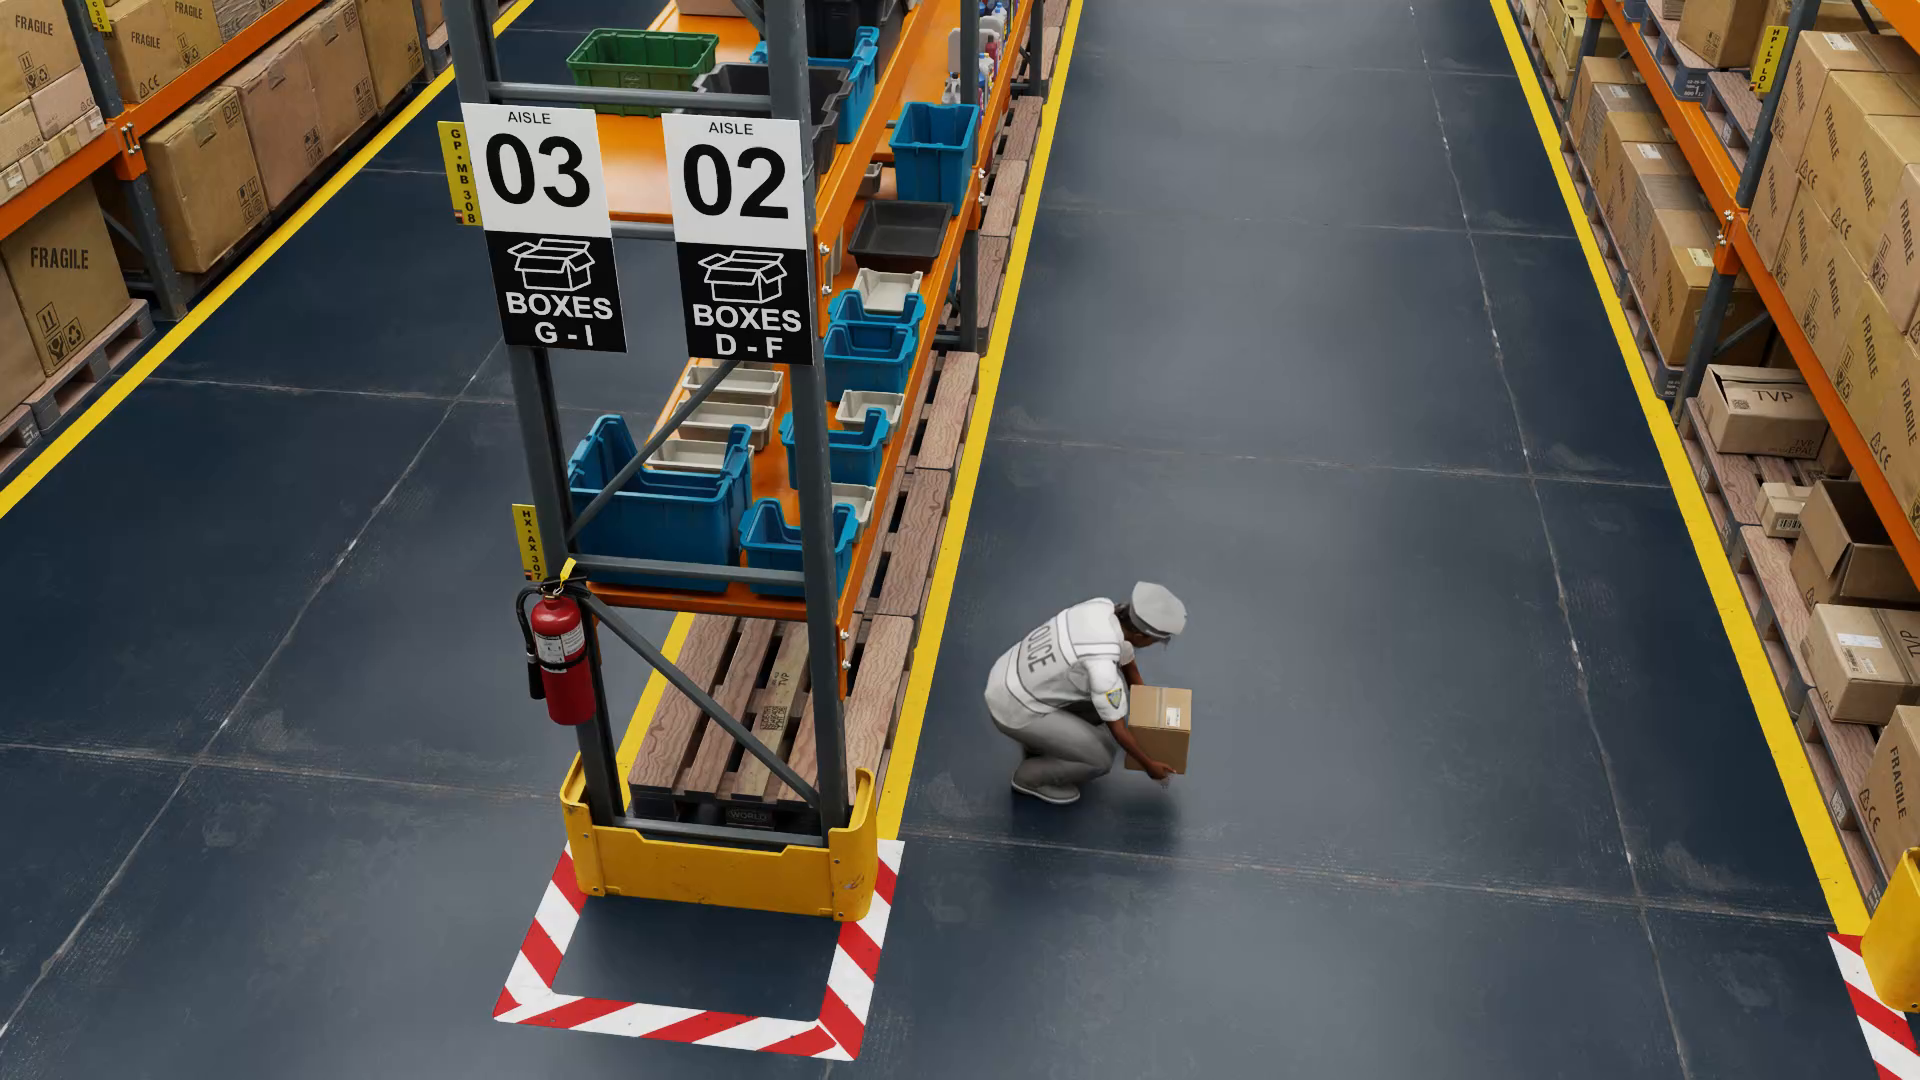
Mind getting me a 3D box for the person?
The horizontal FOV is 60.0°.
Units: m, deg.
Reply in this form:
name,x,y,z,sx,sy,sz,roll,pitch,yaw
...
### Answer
name,x,y,z,sx,sy,sz,roll,pitch,yaw
person,0.512,0.610,6.796,0.811,0.996,0.464,7,37,10
